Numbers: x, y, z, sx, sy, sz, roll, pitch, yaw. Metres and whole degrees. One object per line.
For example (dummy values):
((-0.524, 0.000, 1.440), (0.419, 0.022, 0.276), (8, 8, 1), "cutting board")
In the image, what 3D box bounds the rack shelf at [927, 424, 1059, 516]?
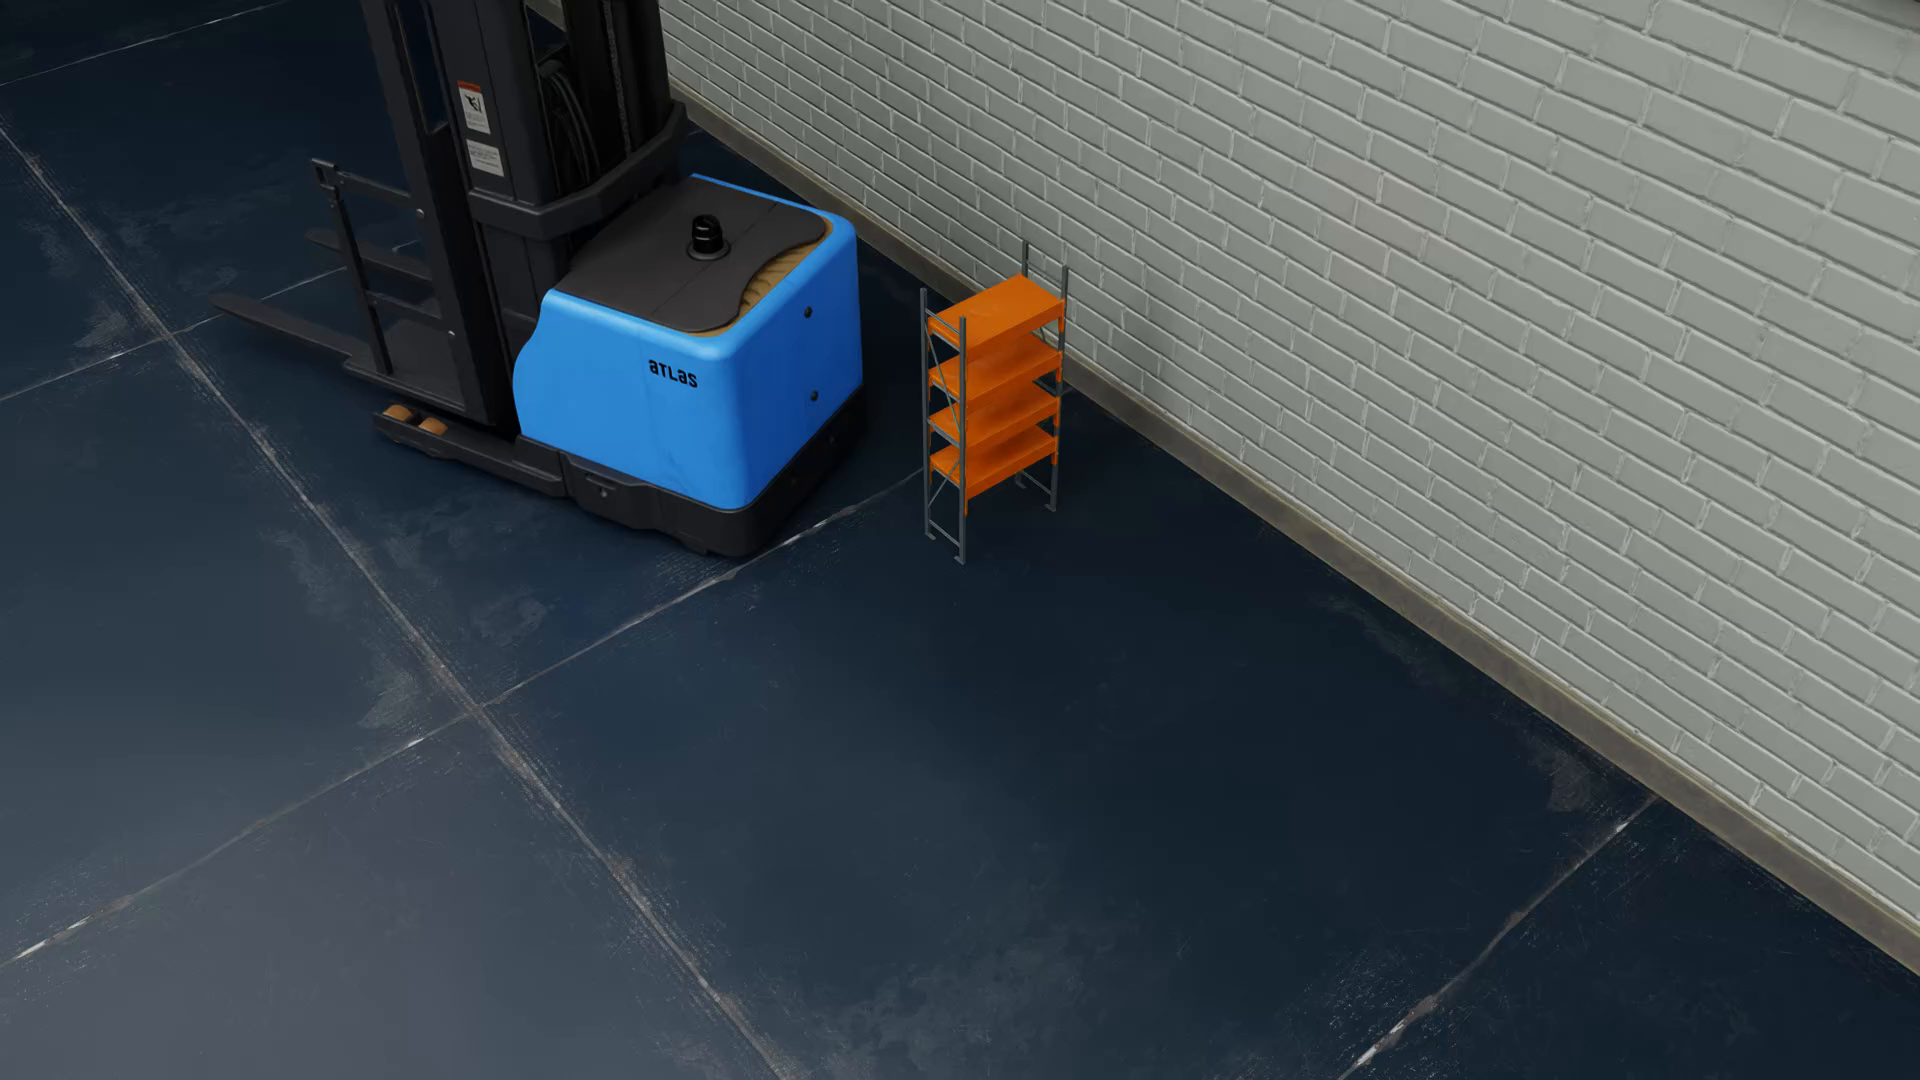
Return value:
((0.127, -0.316, 6.599), (0.480, 0.148, 0.258), (-30, 51, -28), "rack shelf")

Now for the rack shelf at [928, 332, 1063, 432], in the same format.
((0.127, -0.624, 6.310), (0.480, 0.148, 0.258), (-30, 51, -28), "rack shelf")

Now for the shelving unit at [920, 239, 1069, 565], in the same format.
((0.127, -0.510, 6.417), (0.503, 1.200, 0.258), (-30, 51, -28), "shelving unit")

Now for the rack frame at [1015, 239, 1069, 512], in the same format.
((0.314, -0.617, 6.531), (0.015, 1.200, 0.240), (-30, 51, -28), "rack frame")

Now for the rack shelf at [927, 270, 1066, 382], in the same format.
((0.127, -0.796, 6.148), (0.480, 0.148, 0.258), (-30, 51, -28), "rack shelf")

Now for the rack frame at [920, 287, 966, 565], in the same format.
((-0.060, -0.403, 6.303), (0.015, 1.200, 0.240), (-30, 51, -28), "rack frame")

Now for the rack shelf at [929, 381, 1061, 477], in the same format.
((0.127, -0.461, 6.463), (0.480, 0.148, 0.258), (-30, 51, -28), "rack shelf")

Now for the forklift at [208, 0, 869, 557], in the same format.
((-1.941, -1.723, 6.444), (3.031, 2.935, 1.130), (20, 47, 20), "forklift")
